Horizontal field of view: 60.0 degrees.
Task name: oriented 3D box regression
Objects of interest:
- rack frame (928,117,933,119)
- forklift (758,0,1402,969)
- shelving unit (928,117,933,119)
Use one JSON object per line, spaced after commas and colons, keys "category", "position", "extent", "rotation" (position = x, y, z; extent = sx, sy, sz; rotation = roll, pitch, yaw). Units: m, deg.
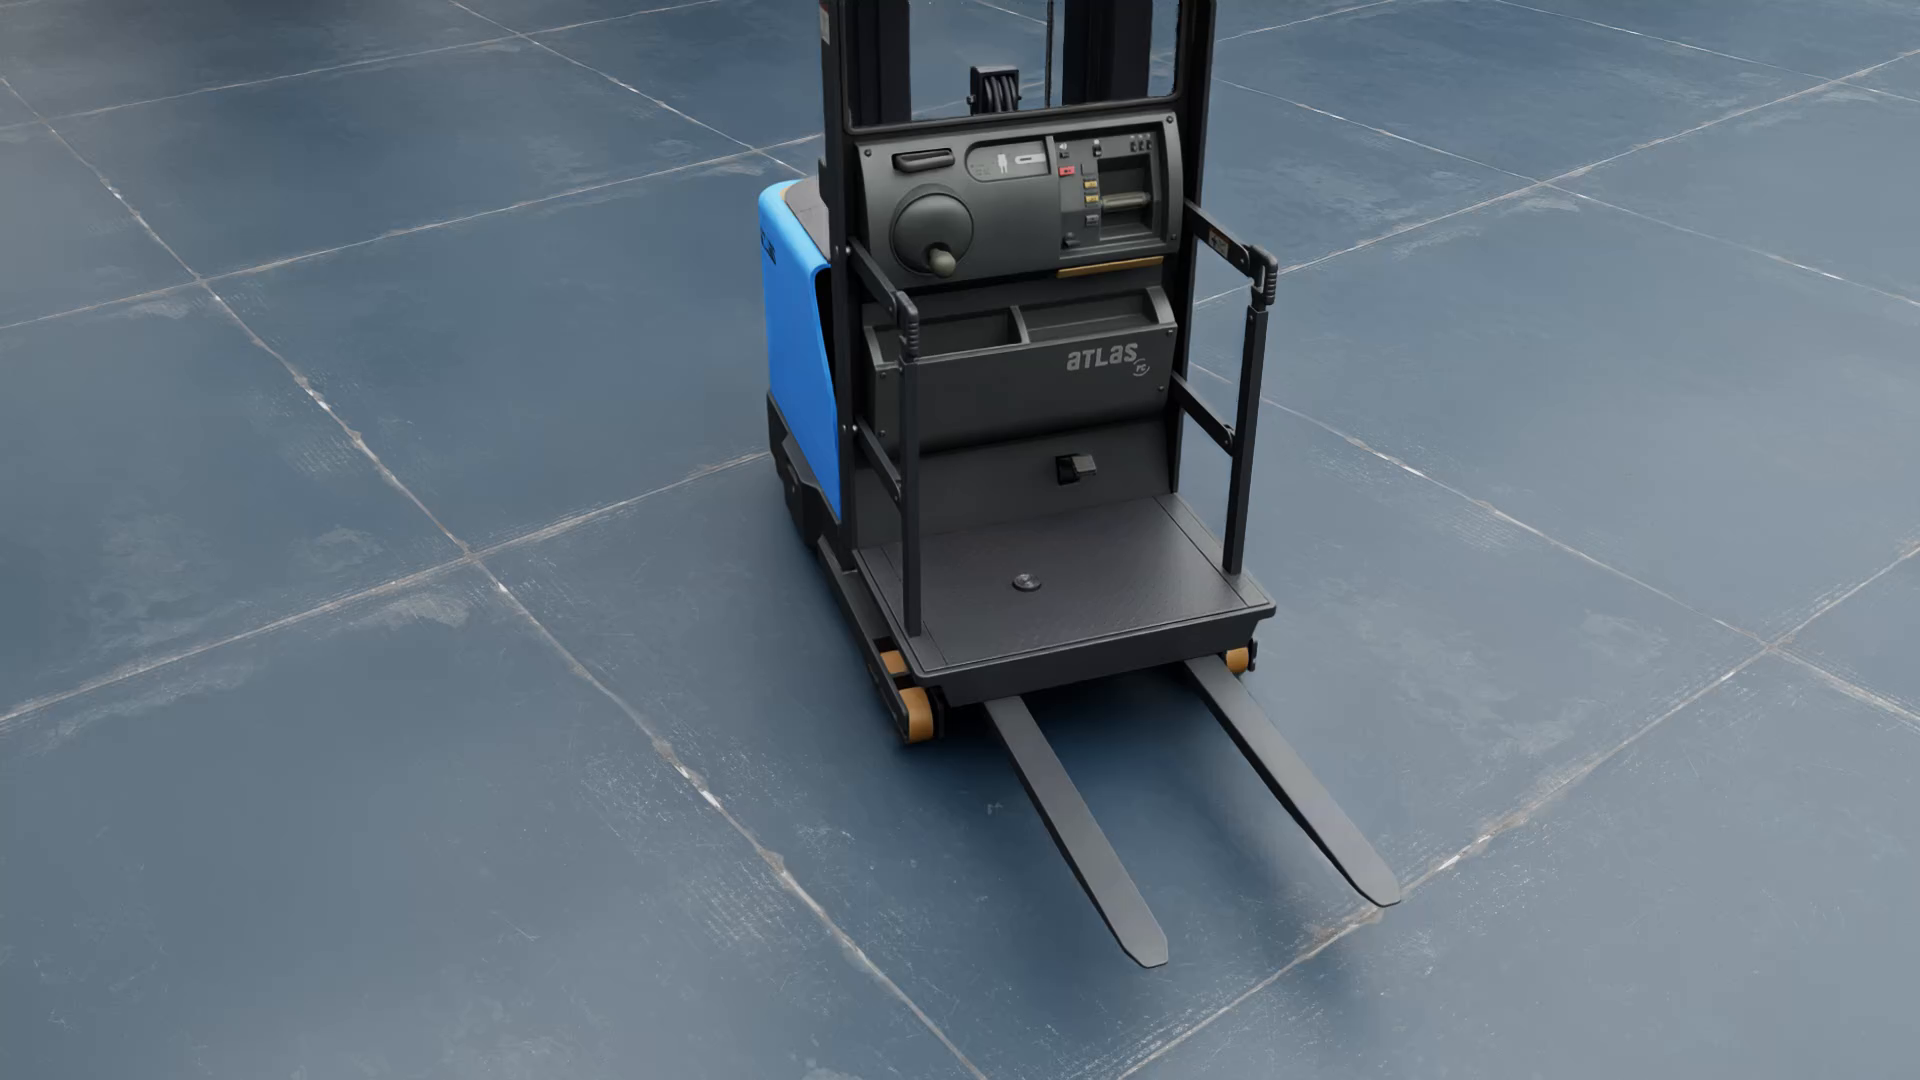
{"category": "rack frame", "position": [-0.204, -0.951, 6.127], "extent": [0.240, 1.200, 0.015], "rotation": [-9, 32, -14]}
{"category": "forklift", "position": [0.250, -0.899, 4.419], "extent": [1.130, 2.935, 3.031], "rotation": [-10, 33, -16]}
{"category": "shelving unit", "position": [-0.274, -1.071, 6.327], "extent": [0.258, 1.200, 0.503], "rotation": [-9, 32, -14]}
